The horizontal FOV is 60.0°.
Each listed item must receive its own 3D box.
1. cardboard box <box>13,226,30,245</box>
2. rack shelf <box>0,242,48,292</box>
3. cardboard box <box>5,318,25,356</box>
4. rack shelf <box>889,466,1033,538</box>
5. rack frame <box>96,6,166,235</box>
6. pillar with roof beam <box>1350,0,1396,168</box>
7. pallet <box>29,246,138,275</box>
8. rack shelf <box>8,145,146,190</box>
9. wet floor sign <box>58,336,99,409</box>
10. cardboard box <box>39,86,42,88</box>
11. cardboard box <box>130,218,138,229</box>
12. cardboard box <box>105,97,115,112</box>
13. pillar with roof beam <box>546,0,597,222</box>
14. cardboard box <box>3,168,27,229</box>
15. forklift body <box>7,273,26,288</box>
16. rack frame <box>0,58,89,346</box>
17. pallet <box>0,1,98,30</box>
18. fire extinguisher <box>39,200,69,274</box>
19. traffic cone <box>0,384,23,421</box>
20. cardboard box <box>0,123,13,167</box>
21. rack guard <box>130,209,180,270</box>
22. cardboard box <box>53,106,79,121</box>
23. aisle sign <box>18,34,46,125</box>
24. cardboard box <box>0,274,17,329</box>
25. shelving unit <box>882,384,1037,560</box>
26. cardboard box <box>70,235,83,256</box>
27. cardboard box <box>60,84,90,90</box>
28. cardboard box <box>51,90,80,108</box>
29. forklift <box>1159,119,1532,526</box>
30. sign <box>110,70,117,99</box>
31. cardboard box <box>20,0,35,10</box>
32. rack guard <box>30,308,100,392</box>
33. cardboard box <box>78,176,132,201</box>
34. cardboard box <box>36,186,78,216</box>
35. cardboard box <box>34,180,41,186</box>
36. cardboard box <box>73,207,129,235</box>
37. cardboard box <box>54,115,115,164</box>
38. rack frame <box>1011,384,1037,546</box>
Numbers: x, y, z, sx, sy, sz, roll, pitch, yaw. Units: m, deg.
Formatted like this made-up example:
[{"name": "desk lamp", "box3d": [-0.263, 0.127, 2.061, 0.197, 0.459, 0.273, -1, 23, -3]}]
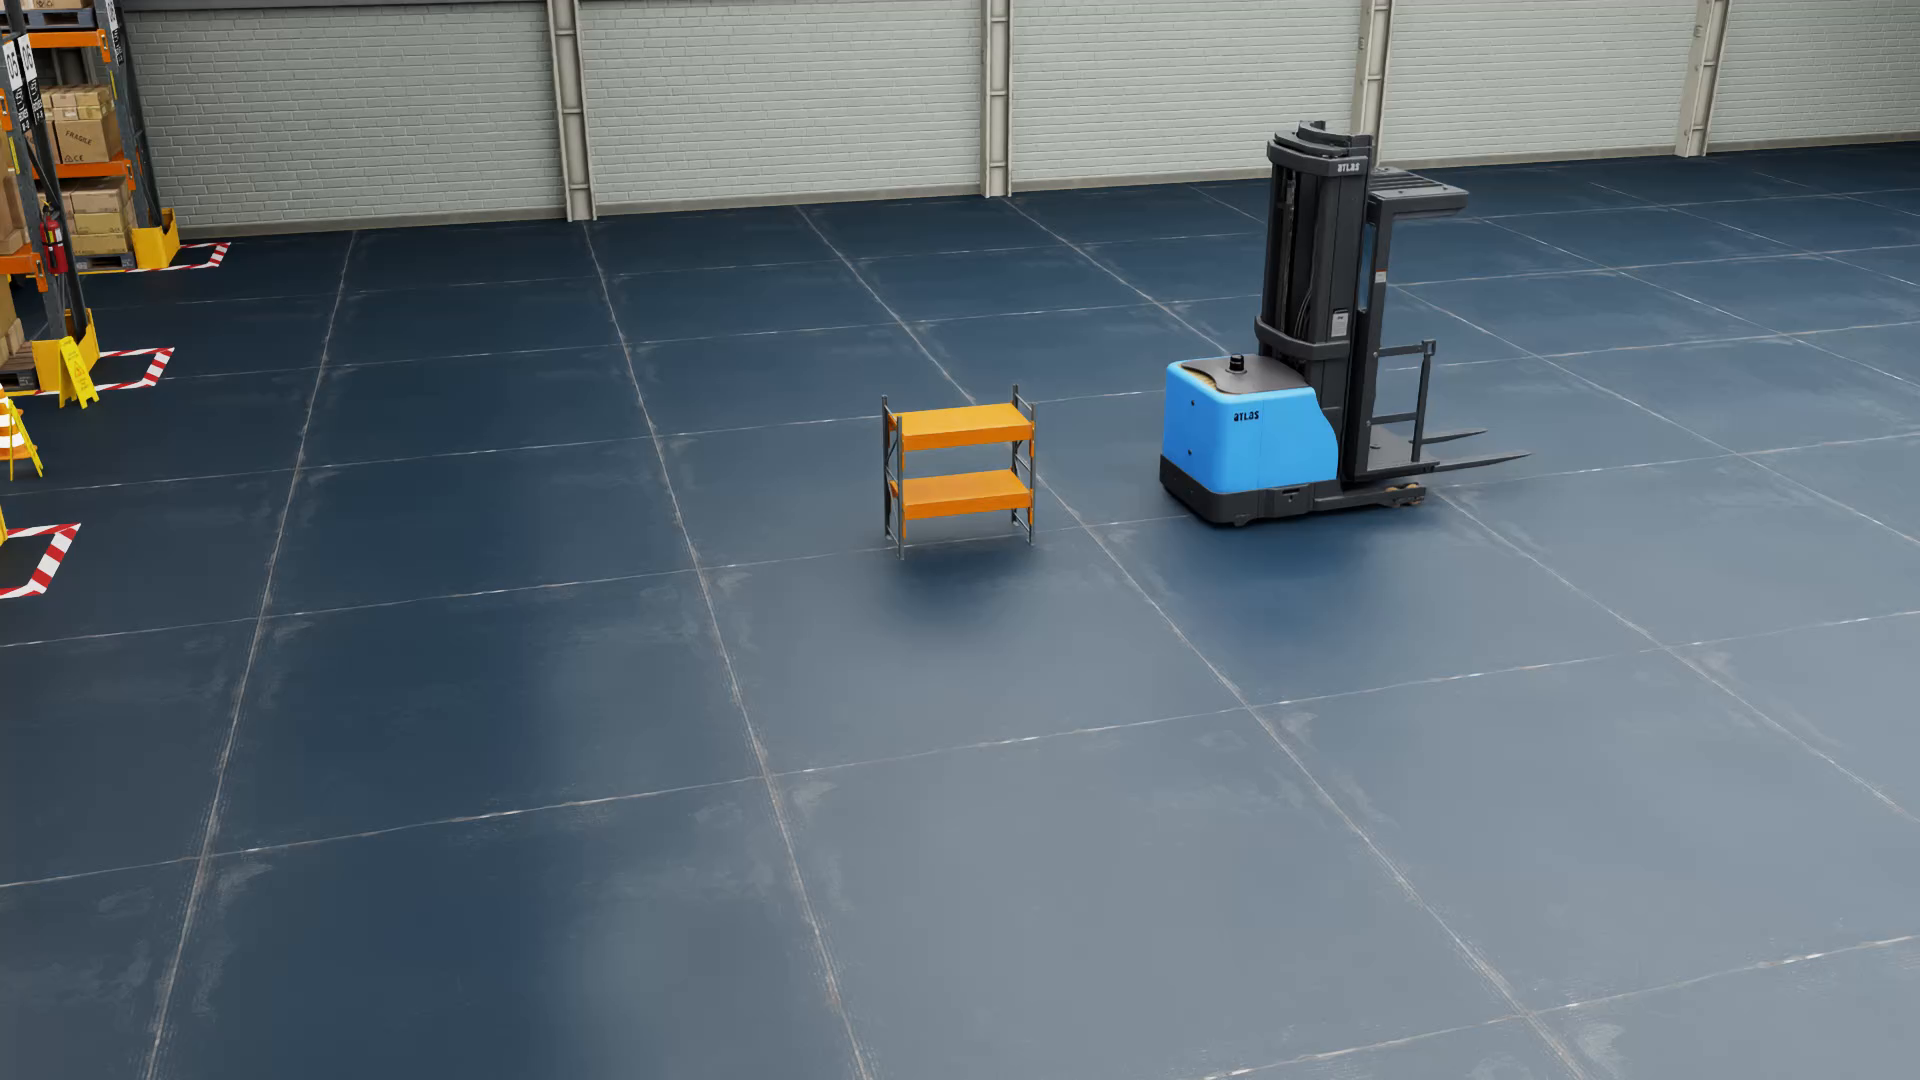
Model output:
[{"name": "cardboard box", "box3d": [-9.152, -2.974, 16.126, 0.250, 0.149, 0.380, -6, 24, -14]}, {"name": "rack shelf", "box3d": [-10.694, -2.504, 15.623, 4.000, 0.370, 1.077, -6, 24, -14]}, {"name": "cardboard box", "box3d": [-9.620, -1.996, 16.482, 0.500, 0.250, 0.500, -7, 24, -15]}, {"name": "rack shelf", "box3d": [-0.007, -0.292, 12.553, 1.000, 0.278, 0.538, -6, 24, -14]}, {"name": "rack frame", "box3d": [-10.113, -4.931, 20.369, 0.127, 3.000, 1.000, -6, 24, -14]}, {"name": "pillar with roof beam", "box3d": [7.467, -8.239, 20.470, 0.400, 9.000, 9.100, -6, 24, -14]}, {"name": "pallet", "box3d": [-10.838, -3.553, 20.692, 1.213, 0.211, 1.003, -6, 24, -14]}, {"name": "rack shelf", "box3d": [-12.039, -4.388, 20.014, 4.000, 0.370, 1.077, -6, 24, -14]}, {"name": "wet floor sign", "box3d": [-8.297, -1.579, 15.543, 0.232, 0.644, 0.267, 2, 23, 4]}, {"name": "cardboard box", "box3d": [-11.248, -5.388, 20.107, 0.250, 0.149, 0.380, -6, 24, -14]}, {"name": "cardboard box", "box3d": [-10.639, -3.883, 20.879, 0.500, 0.250, 0.500, -6, 24, -14]}, {"name": "cardboard box", "box3d": [-10.510, -5.338, 20.367, 0.250, 0.149, 0.380, -7, 24, -16]}, {"name": "pillar with roof beam", "box3d": [-4.087, -6.961, 17.491, 0.400, 9.000, 9.100, -6, 24, -14]}, {"name": "cardboard box", "box3d": [-9.300, -3.285, 16.027, 0.500, 0.500, 0.500, -7, 24, -15]}, {"name": "forklift body", "box3d": [-11.446, -3.647, 18.451, 1.214, 2.155, 2.313, -6, 24, -14]}, {"name": "rack frame", "box3d": [-8.769, -3.047, 15.978, 0.127, 3.000, 1.000, -6, 24, -14]}, {"name": "pallet", "box3d": [-10.801, -6.204, 19.642, 1.213, 0.211, 1.003, -6, 24, -14]}, {"name": "fire extinguisher", "box3d": [-8.534, -2.849, 15.614, 0.183, 0.674, 0.296, -6, 24, -14]}, {"name": "traffic cone", "box3d": [-8.834, -1.346, 15.230, 0.334, 0.463, 0.336, -6, 24, -14]}, {"name": "cardboard box", "box3d": [-11.511, -4.719, 19.747, 0.500, 0.500, 0.500, -7, 24, -15]}, {"name": "rack guard", "box3d": [-10.090, -3.785, 20.868, 0.348, 0.500, 1.175, -6, 24, -14]}, {"name": "cardboard box", "box3d": [-10.609, -5.094, 19.798, 0.250, 0.149, 0.380, -6, 24, -14]}, {"name": "aisle sign", "box3d": [-8.793, -4.366, 15.755, 0.004, 0.787, 0.394, -6, 24, -14]}, {"name": "cardboard box", "box3d": [-9.643, -2.338, 16.327, 0.500, 0.500, 0.500, -7, 24, -16]}, {"name": "shelving unit", "box3d": [-0.007, -0.516, 12.457, 1.048, 1.125, 0.538, -6, 24, -14]}, {"name": "cardboard box", "box3d": [-10.962, -3.641, 20.317, 0.500, 0.250, 0.500, -6, 24, -14]}, {"name": "cardboard box", "box3d": [-10.767, -5.453, 20.258, 0.250, 0.149, 0.380, -5, 24, -13]}, {"name": "cardboard box", "box3d": [-10.630, -5.256, 19.799, 0.250, 0.149, 0.380, -6, 24, -14]}, {"name": "forklift", "box3d": [3.207, -1.789, 13.132, 3.031, 2.935, 1.130, -8, 24, -17]}, {"name": "sign", "box3d": [-9.980, -5.365, 19.610, 0.005, 0.325, 0.100, -6, 24, -14]}, {"name": "cardboard box", "box3d": [-10.829, -6.230, 19.250, 0.250, 0.149, 0.380, -7, 24, -16]}, {"name": "rack guard", "box3d": [-8.842, -1.890, 16.452, 0.348, 0.500, 1.175, -6, 24, -14]}, {"name": "cardboard box", "box3d": [-10.627, -4.341, 20.679, 0.500, 0.250, 0.500, -7, 24, -15]}, {"name": "cardboard box", "box3d": [-10.962, -4.096, 20.109, 0.500, 0.250, 0.500, -6, 24, -13]}, {"name": "cardboard box", "box3d": [-11.592, -4.237, 20.437, 0.500, 0.250, 0.500, -6, 24, -15]}, {"name": "cardboard box", "box3d": [-10.497, -3.920, 20.332, 0.500, 0.250, 0.500, -7, 24, -15]}, {"name": "cardboard box", "box3d": [-10.516, -4.825, 19.995, 0.500, 0.500, 0.500, -7, 24, -16]}, {"name": "rack frame", "box3d": [0.483, -0.570, 12.583, 0.032, 1.125, 0.500, -6, 24, -14]}]
